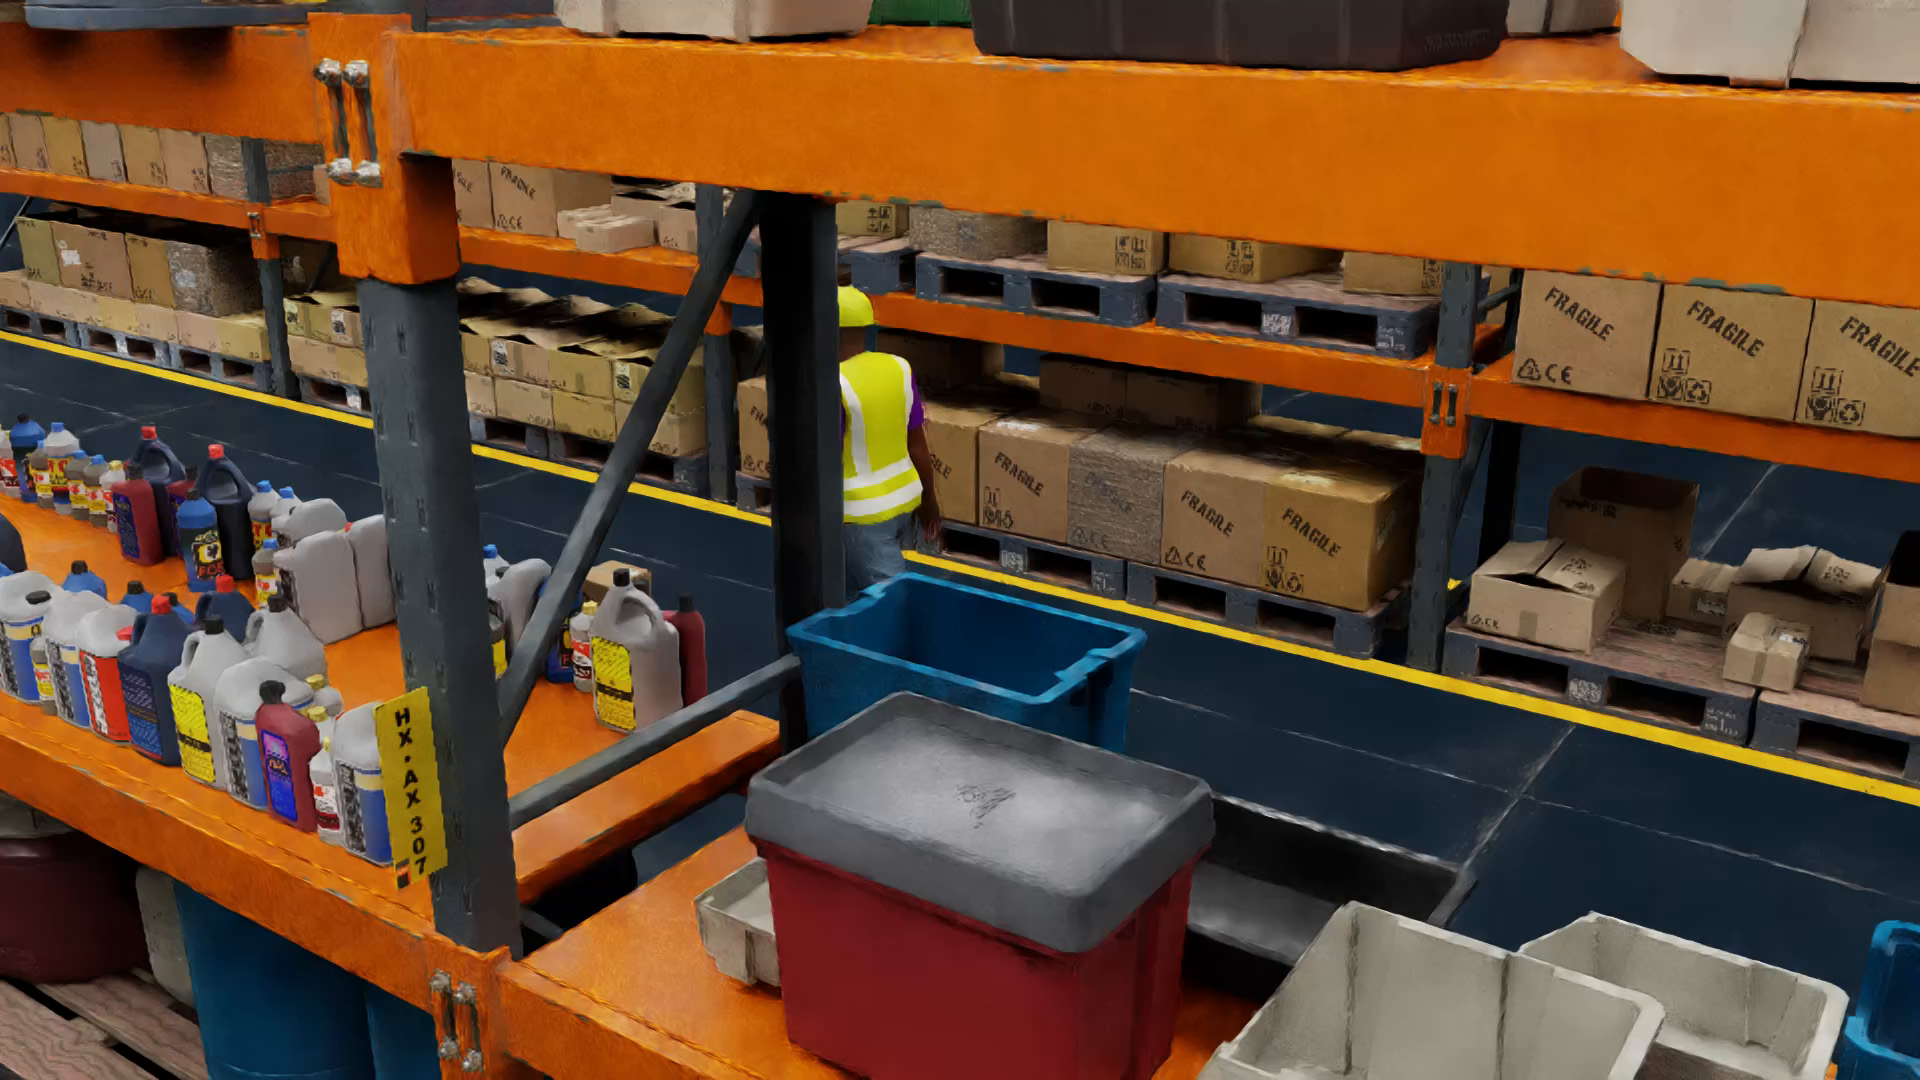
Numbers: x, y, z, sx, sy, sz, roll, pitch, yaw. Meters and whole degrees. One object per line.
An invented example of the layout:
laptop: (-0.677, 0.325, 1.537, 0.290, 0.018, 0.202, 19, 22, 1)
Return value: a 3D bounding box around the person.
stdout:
person: (-0.412, -0.126, 6.478, 1.124, 1.652, 0.580, 12, 23, 31)
